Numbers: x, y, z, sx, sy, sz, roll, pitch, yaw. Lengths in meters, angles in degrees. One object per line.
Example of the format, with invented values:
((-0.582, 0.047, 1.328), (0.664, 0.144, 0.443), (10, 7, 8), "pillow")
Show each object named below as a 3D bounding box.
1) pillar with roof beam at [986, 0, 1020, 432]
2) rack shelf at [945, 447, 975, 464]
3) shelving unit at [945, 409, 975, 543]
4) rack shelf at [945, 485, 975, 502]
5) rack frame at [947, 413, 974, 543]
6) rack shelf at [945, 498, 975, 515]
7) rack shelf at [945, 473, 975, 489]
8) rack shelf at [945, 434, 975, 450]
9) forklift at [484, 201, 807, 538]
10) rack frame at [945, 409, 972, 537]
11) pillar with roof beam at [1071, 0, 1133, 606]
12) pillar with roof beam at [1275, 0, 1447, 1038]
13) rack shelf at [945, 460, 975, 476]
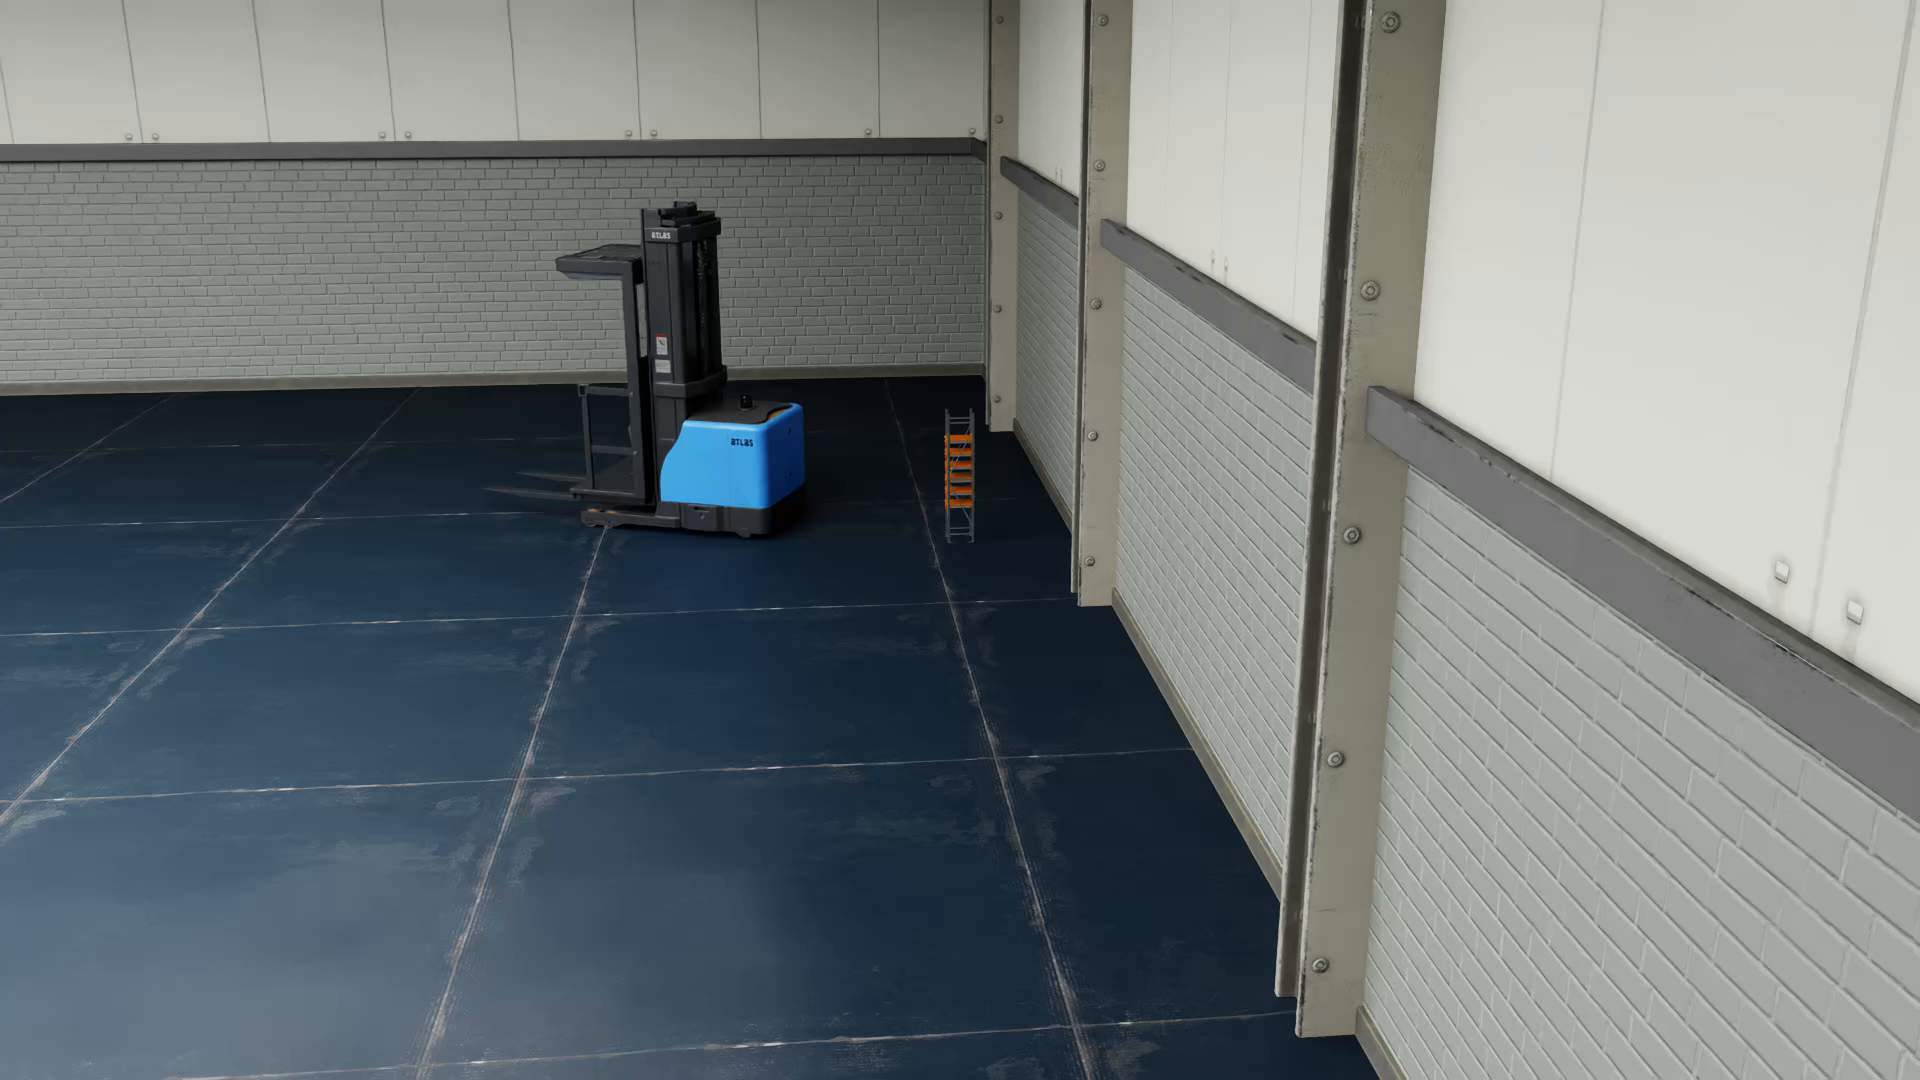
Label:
((-3.806, -5.474, 17.590), (9.100, 9.000, 0.400), (-2, 18, -6), "pillar with roof beam")
((-0.002, -0.763, 14.953), (0.258, 0.103, 0.180), (-2, 18, -6), "rack shelf")
((-0.002, -0.577, 15.011), (0.258, 1.200, 0.189), (-2, 18, -6), "shelving unit")
((-0.002, -0.420, 15.060), (0.258, 0.103, 0.180), (-2, 18, -6), "rack shelf")
((0.008, -0.550, 14.924), (0.240, 1.200, 0.006), (-2, 18, -6), "rack frame")
((-0.001, -0.305, 15.096), (0.258, 0.103, 0.180), (-2, 18, -6), "rack shelf")
((-0.002, -0.534, 15.024), (0.258, 0.103, 0.180), (-2, 18, -6), "rack shelf")
((-0.002, -0.878, 14.917), (0.258, 0.103, 0.180), (-2, 18, -6), "rack shelf")
((-3.042, -1.649, 15.537), (3.031, 2.935, 1.130), (5, 18, 15), "forklift")
((-0.011, -0.604, 15.098), (0.240, 1.200, 0.006), (-2, 18, -6), "rack frame")
((-3.187, -3.687, 11.896), (9.100, 9.000, 0.400), (-2, 18, -6), "pillar with roof beam")
((-2.569, -1.899, 6.202), (9.100, 9.000, 0.400), (-2, 18, -6), "pillar with roof beam")
((-0.002, -0.649, 14.988), (0.258, 0.103, 0.180), (-2, 18, -6), "rack shelf")
